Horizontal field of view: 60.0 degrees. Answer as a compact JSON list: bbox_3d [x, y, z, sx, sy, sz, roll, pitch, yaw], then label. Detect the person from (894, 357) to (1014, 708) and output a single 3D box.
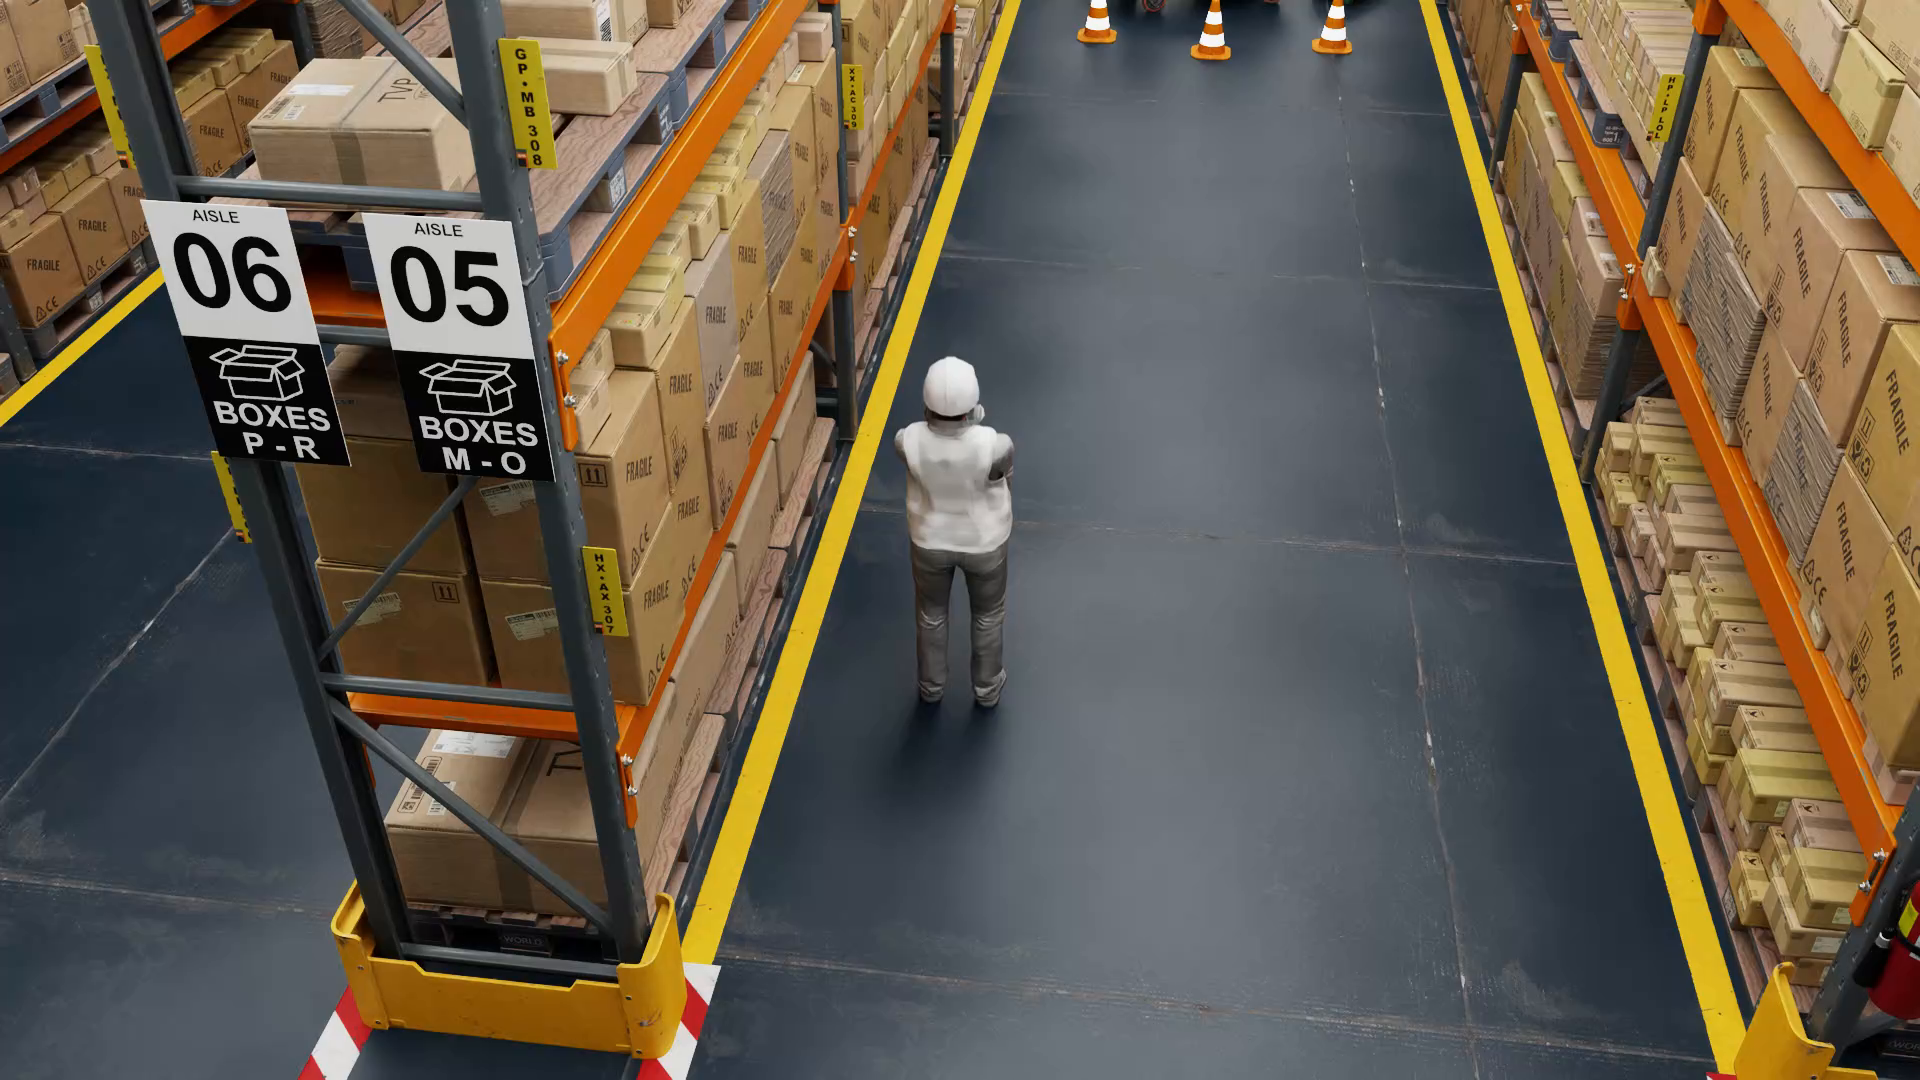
[{"bbox_3d":[-0.010,-0.078,7.134,0.494,1.762,0.552,5,36,6],"label":"person"}]
